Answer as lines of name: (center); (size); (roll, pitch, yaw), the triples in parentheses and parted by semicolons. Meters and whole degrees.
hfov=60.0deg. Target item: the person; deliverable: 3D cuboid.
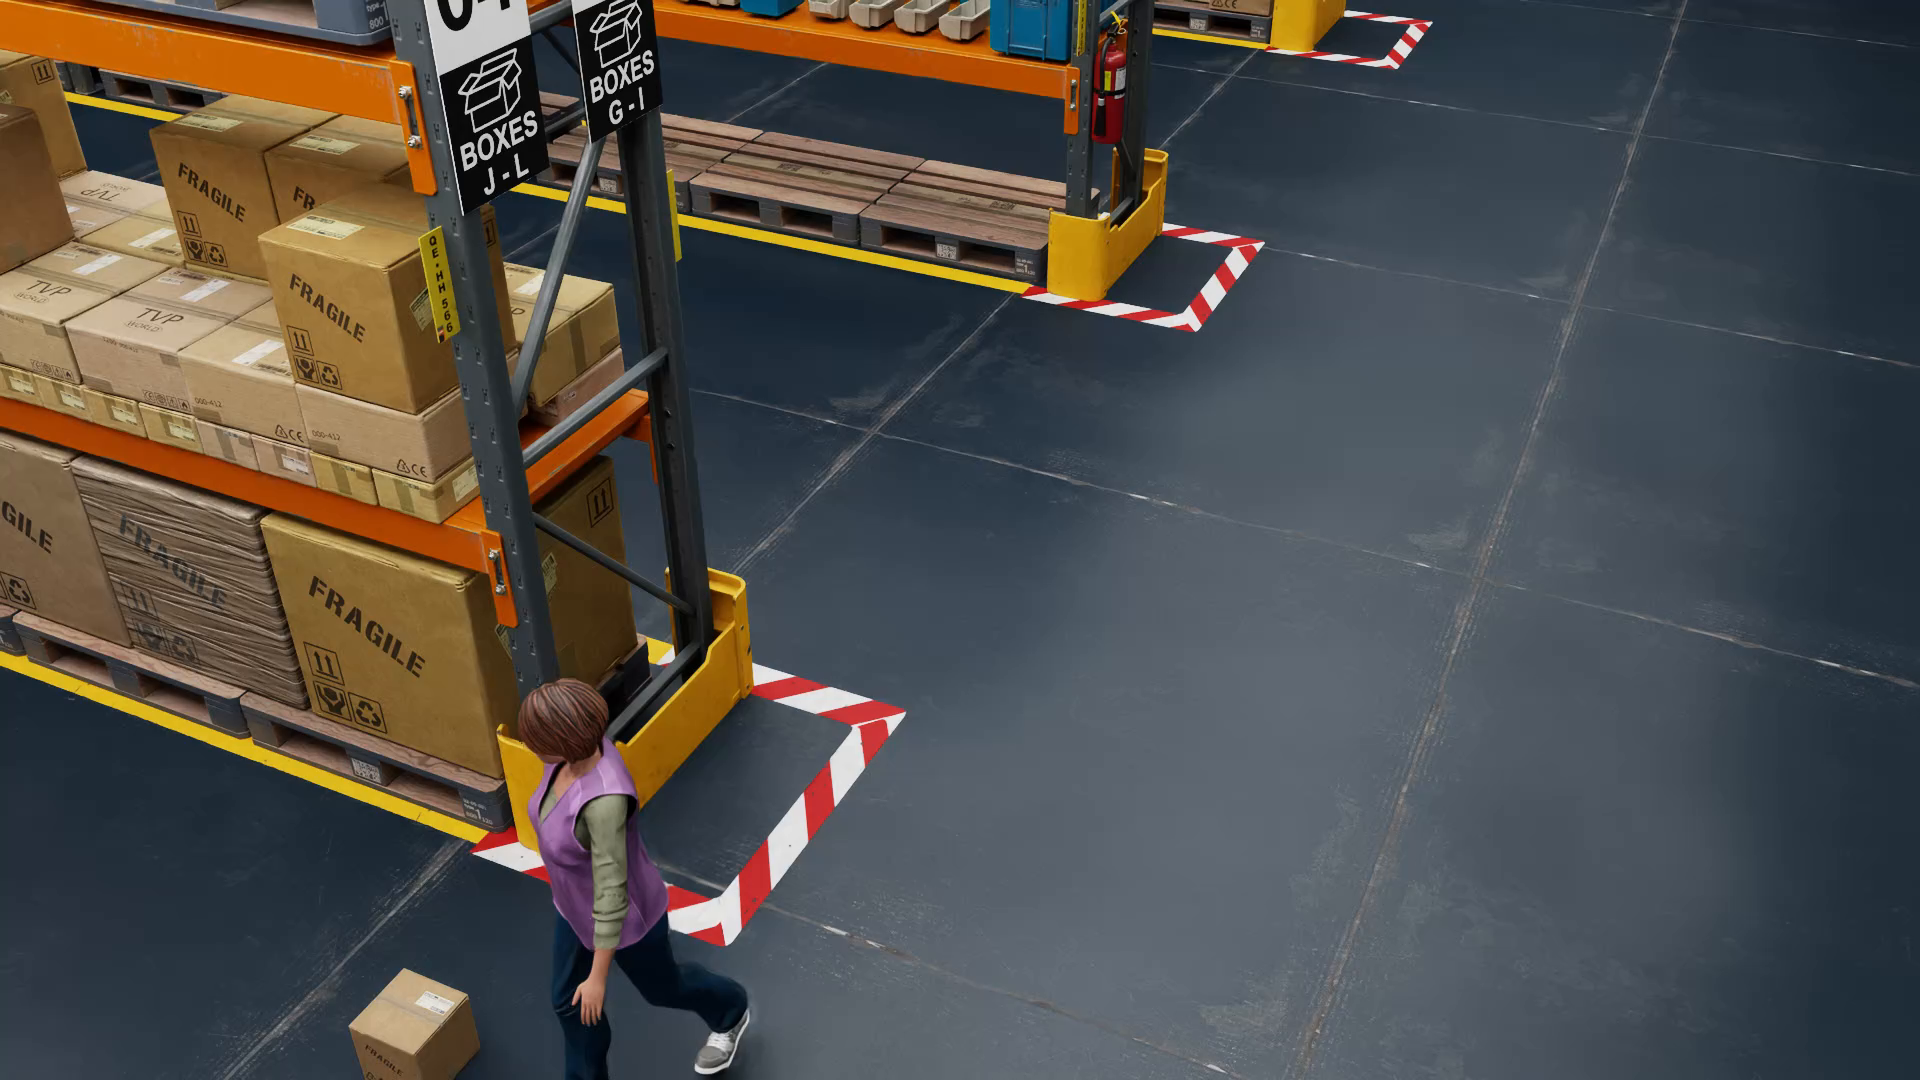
person: (-0.958, 1.041, 4.609); (0.789, 1.558, 0.494); (-23, 40, -30)
